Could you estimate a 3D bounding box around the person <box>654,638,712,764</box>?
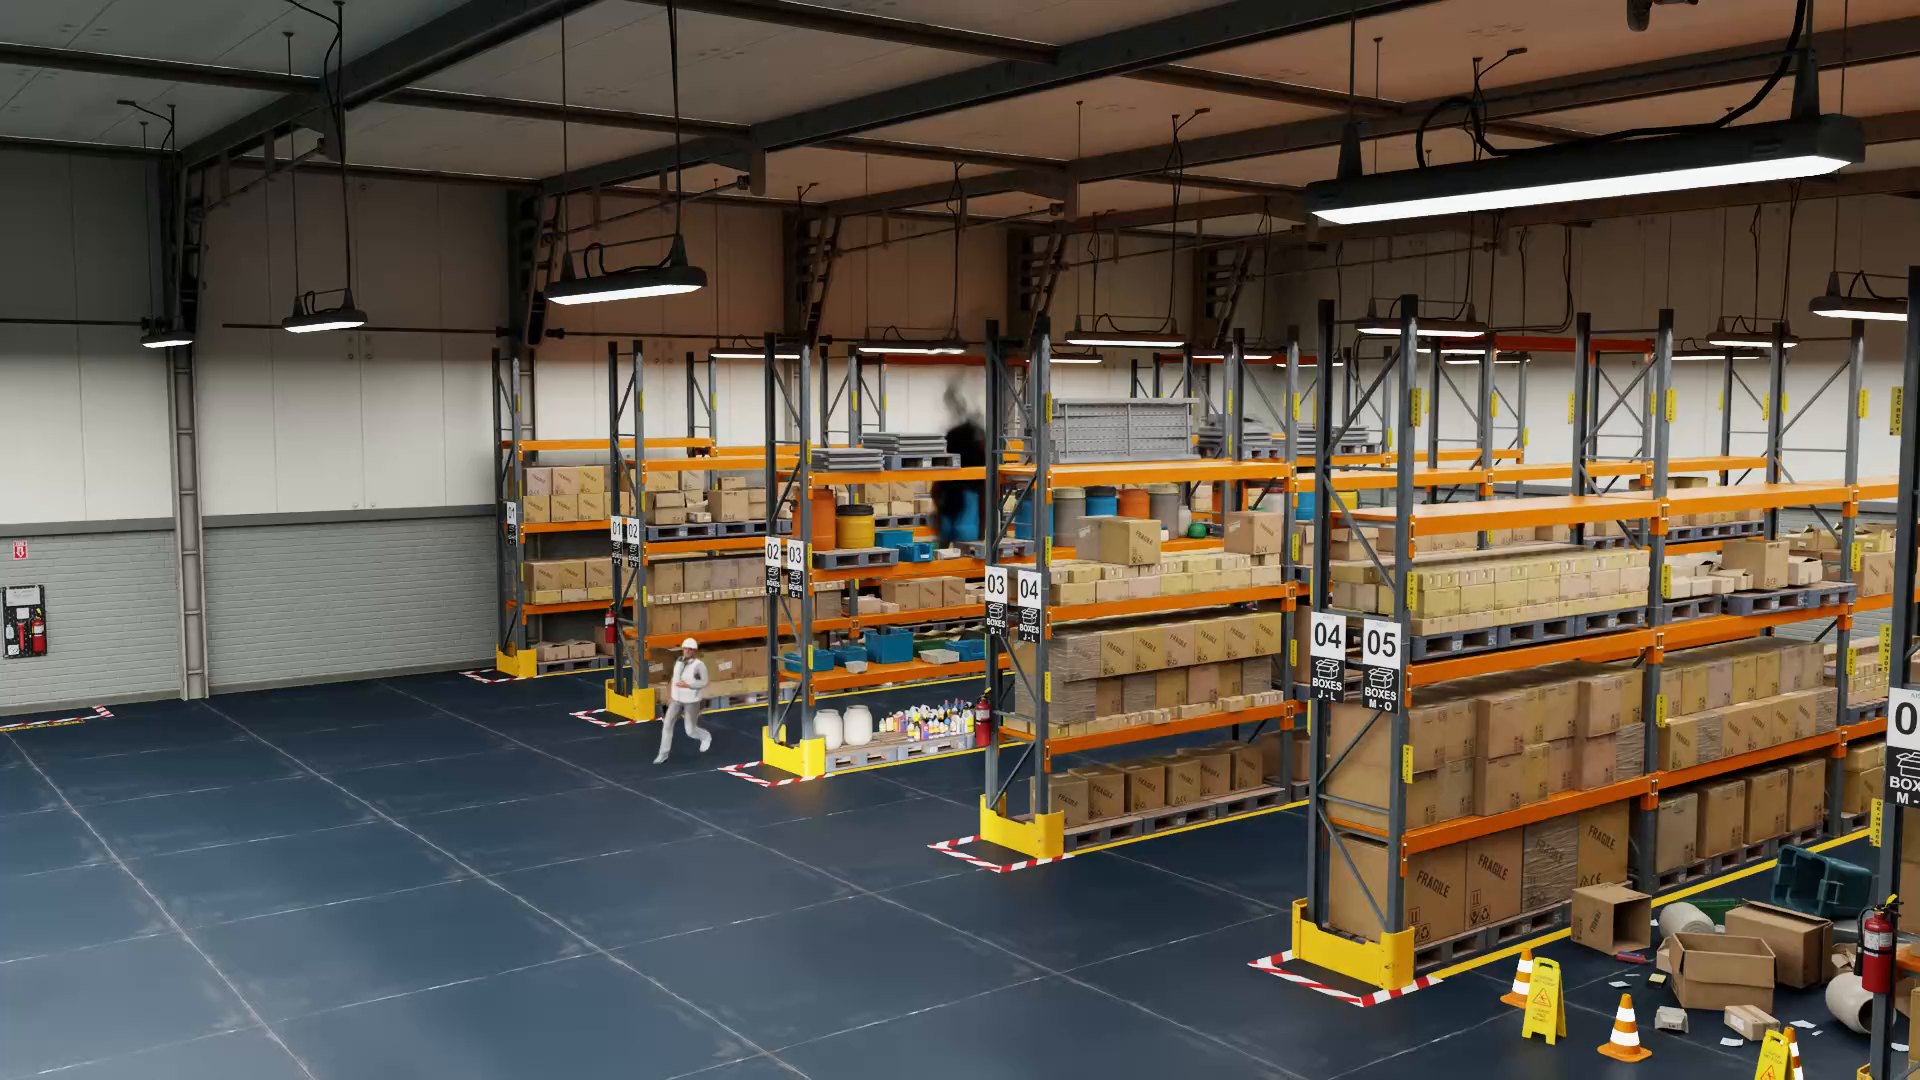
[{"bbox_3d":[-3.838,2.253,23.456,0.678,1.754,0.903,3,6,27],"label":"person"}]
